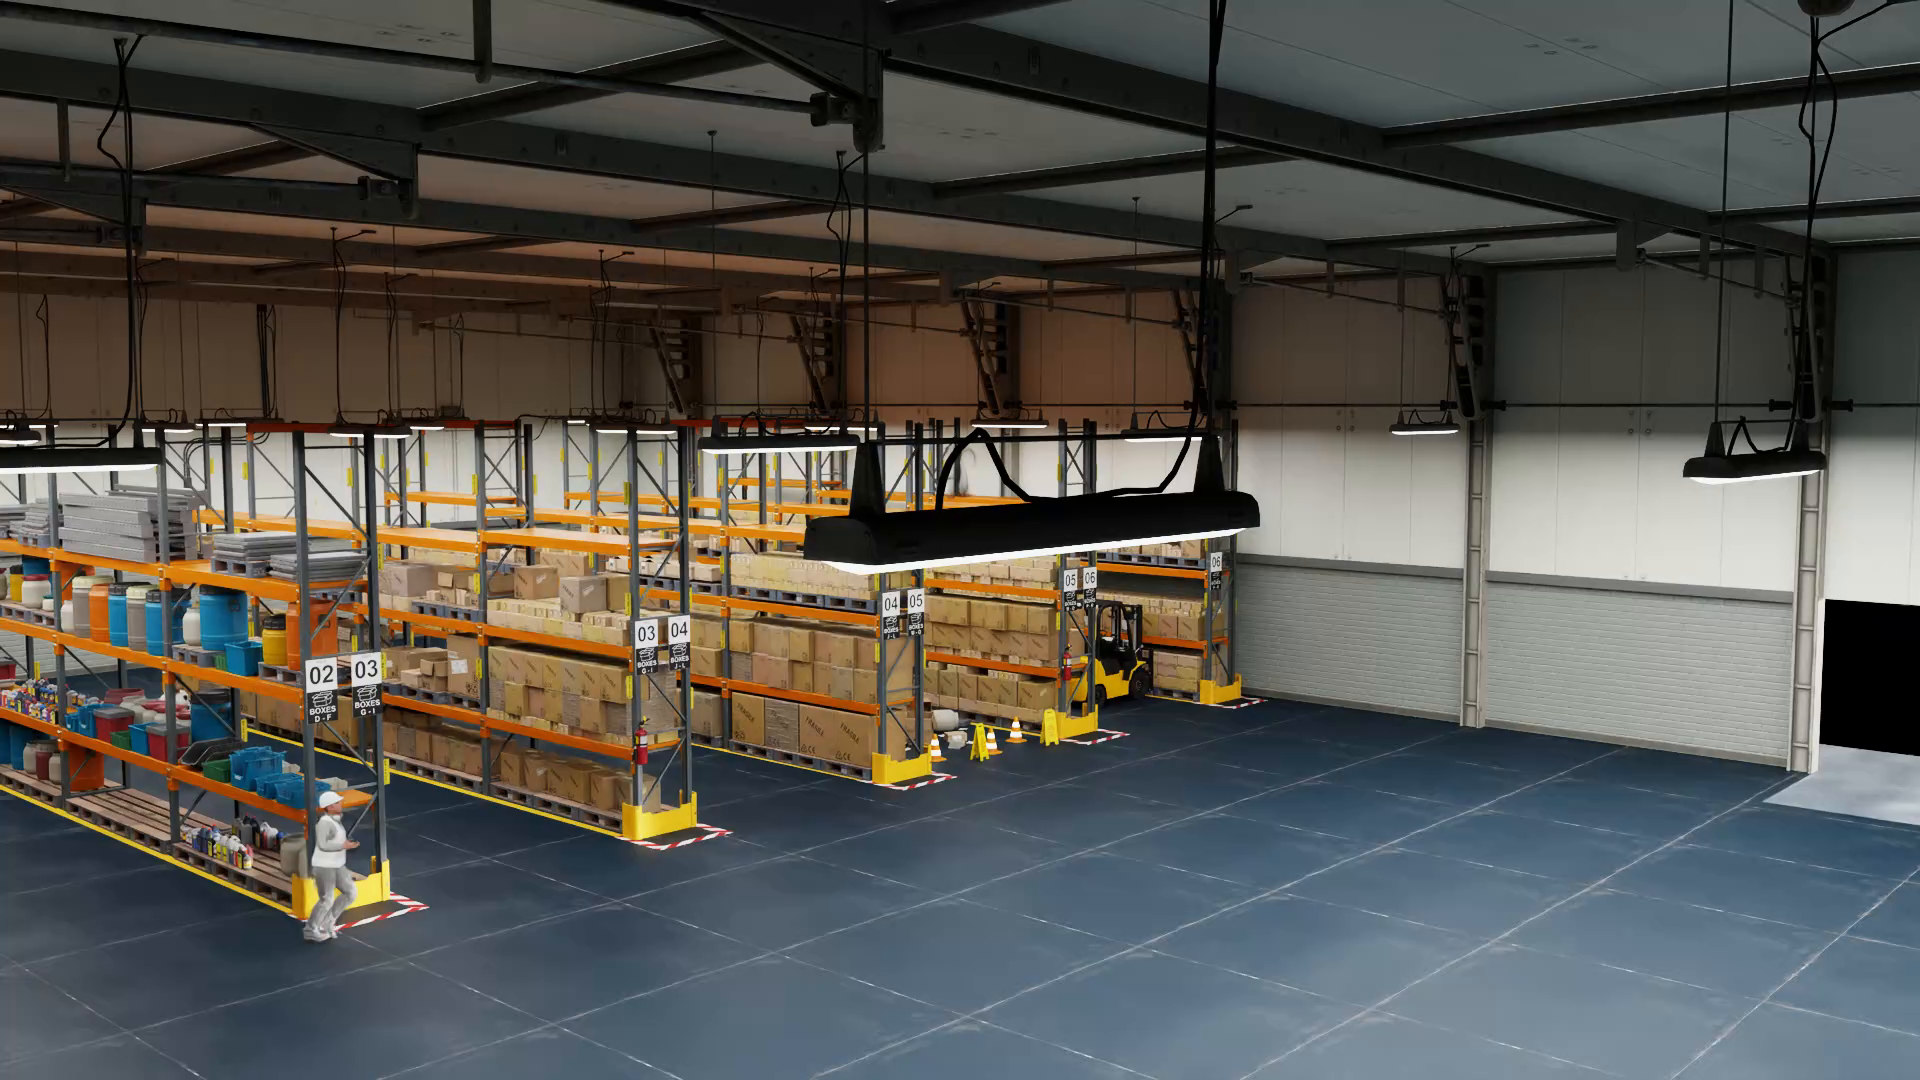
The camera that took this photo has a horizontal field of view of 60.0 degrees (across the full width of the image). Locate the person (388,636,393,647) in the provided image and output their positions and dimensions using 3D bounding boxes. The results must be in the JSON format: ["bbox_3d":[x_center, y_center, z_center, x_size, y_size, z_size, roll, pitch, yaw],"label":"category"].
[{"bbox_3d":[-12.742,2.603,36.394,0.619,1.601,0.847,-4,6,-39],"label":"person"}]

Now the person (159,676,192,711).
[{"bbox_3d":[-13.513,3.160,28.737,0.566,1.668,0.604,3,6,35],"label":"person"}]

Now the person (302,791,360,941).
[{"bbox_3d":[-7.415,3.857,19.706,0.676,1.767,0.664,0,5,-3],"label":"person"}]
